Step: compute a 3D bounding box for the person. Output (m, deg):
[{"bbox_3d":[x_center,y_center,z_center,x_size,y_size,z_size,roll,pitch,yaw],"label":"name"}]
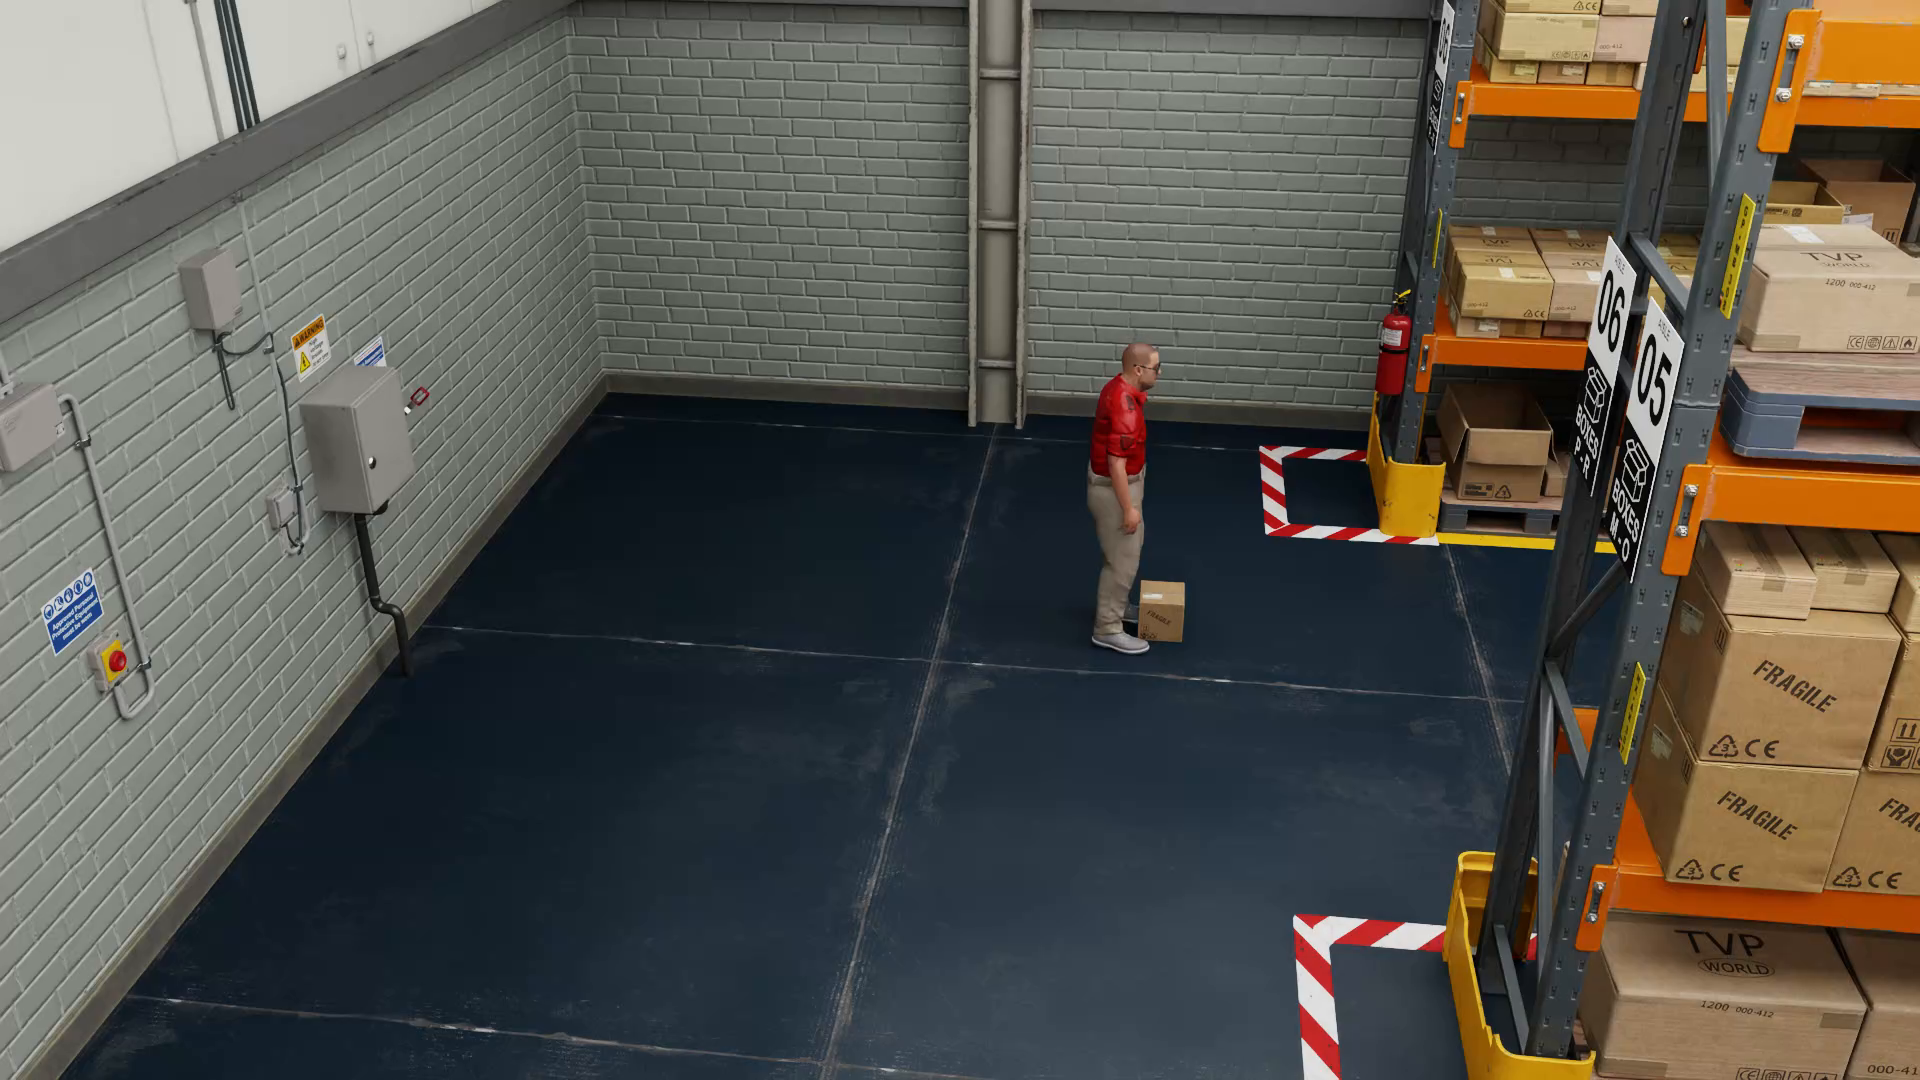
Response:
[{"bbox_3d":[0.911,-0.261,9.124,0.432,1.727,0.606,2,28,3],"label":"person"}]
